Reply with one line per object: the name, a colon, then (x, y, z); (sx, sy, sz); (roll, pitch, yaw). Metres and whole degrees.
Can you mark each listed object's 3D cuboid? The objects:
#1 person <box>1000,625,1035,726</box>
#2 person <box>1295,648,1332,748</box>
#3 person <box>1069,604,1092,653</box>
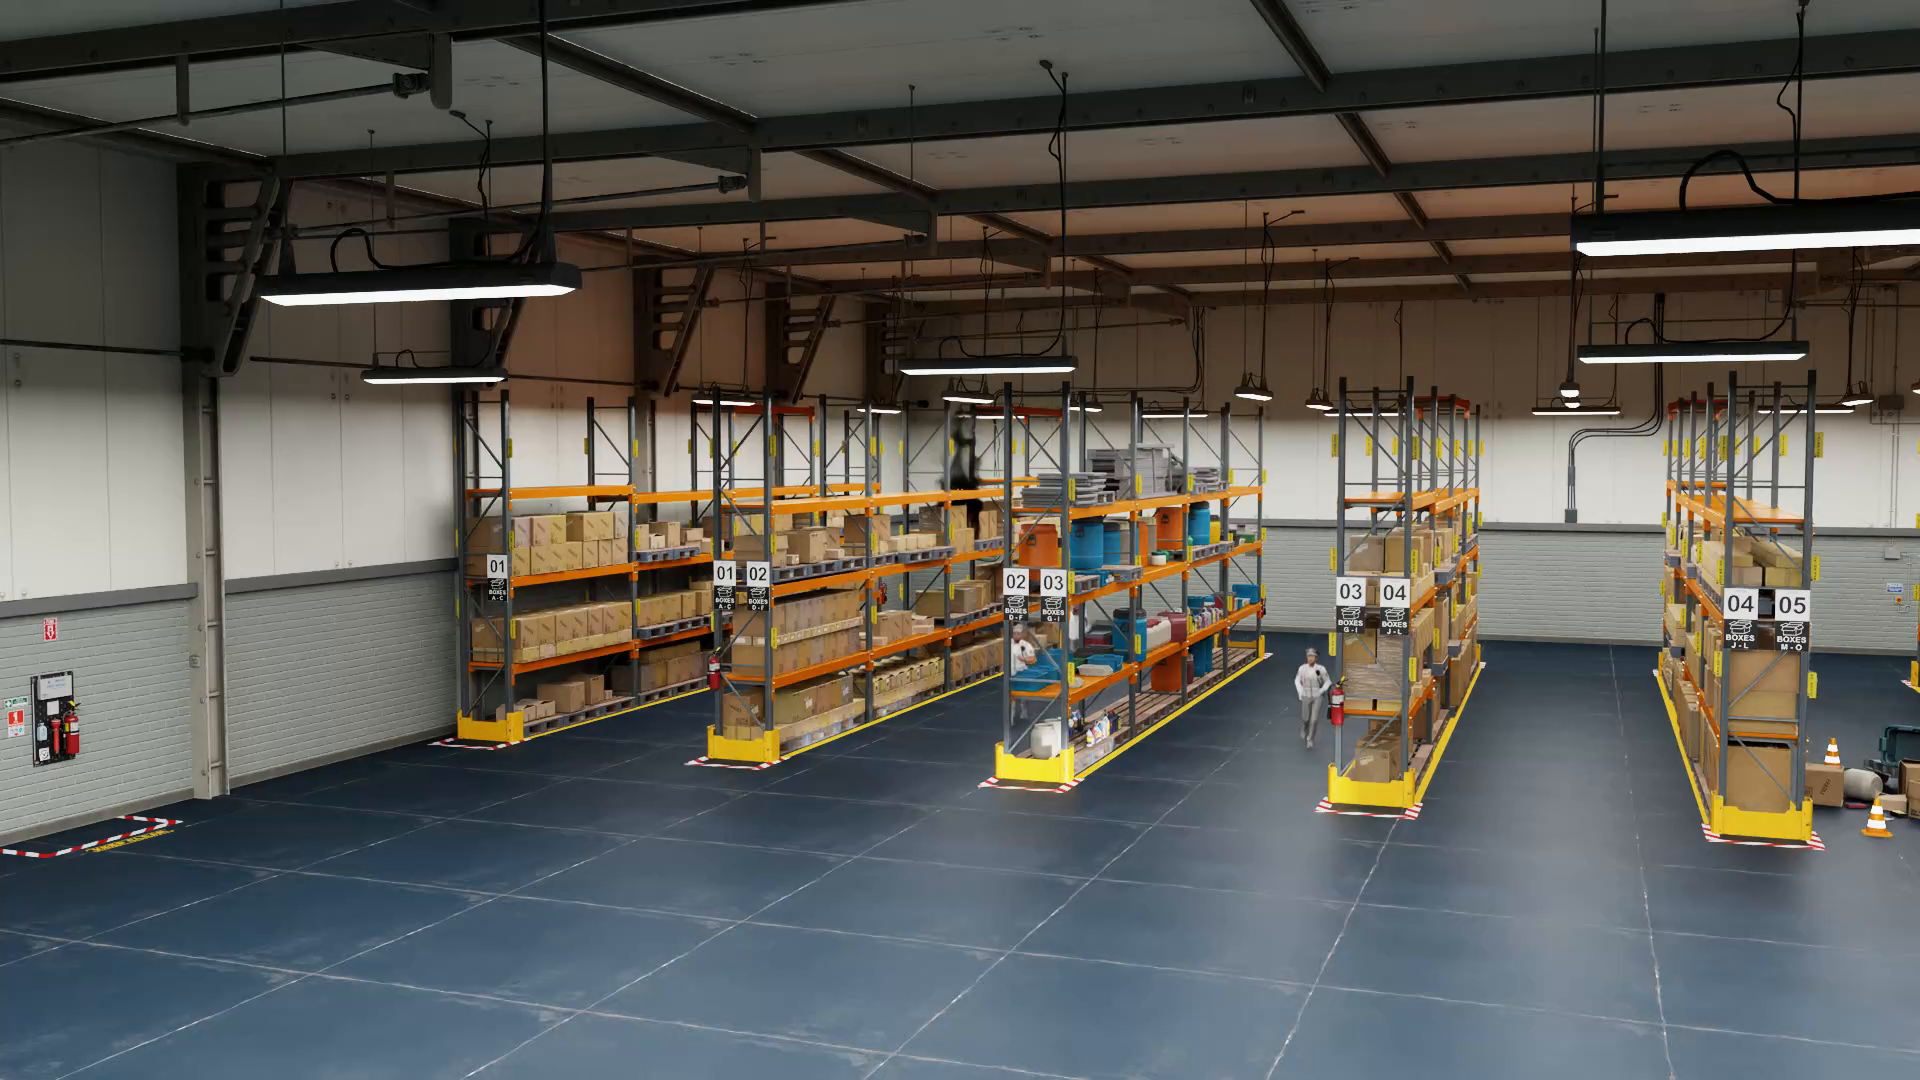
person: (1.038, 2.428, 30.226); (0.662, 1.768, 0.989); (0, 3, 9)
person: (5.925, 2.645, 27.925); (0.610, 1.667, 0.588); (1, 3, 17)
person: (2.555, 2.145, 36.394); (0.660, 1.733, 0.585); (0, 3, 9)
